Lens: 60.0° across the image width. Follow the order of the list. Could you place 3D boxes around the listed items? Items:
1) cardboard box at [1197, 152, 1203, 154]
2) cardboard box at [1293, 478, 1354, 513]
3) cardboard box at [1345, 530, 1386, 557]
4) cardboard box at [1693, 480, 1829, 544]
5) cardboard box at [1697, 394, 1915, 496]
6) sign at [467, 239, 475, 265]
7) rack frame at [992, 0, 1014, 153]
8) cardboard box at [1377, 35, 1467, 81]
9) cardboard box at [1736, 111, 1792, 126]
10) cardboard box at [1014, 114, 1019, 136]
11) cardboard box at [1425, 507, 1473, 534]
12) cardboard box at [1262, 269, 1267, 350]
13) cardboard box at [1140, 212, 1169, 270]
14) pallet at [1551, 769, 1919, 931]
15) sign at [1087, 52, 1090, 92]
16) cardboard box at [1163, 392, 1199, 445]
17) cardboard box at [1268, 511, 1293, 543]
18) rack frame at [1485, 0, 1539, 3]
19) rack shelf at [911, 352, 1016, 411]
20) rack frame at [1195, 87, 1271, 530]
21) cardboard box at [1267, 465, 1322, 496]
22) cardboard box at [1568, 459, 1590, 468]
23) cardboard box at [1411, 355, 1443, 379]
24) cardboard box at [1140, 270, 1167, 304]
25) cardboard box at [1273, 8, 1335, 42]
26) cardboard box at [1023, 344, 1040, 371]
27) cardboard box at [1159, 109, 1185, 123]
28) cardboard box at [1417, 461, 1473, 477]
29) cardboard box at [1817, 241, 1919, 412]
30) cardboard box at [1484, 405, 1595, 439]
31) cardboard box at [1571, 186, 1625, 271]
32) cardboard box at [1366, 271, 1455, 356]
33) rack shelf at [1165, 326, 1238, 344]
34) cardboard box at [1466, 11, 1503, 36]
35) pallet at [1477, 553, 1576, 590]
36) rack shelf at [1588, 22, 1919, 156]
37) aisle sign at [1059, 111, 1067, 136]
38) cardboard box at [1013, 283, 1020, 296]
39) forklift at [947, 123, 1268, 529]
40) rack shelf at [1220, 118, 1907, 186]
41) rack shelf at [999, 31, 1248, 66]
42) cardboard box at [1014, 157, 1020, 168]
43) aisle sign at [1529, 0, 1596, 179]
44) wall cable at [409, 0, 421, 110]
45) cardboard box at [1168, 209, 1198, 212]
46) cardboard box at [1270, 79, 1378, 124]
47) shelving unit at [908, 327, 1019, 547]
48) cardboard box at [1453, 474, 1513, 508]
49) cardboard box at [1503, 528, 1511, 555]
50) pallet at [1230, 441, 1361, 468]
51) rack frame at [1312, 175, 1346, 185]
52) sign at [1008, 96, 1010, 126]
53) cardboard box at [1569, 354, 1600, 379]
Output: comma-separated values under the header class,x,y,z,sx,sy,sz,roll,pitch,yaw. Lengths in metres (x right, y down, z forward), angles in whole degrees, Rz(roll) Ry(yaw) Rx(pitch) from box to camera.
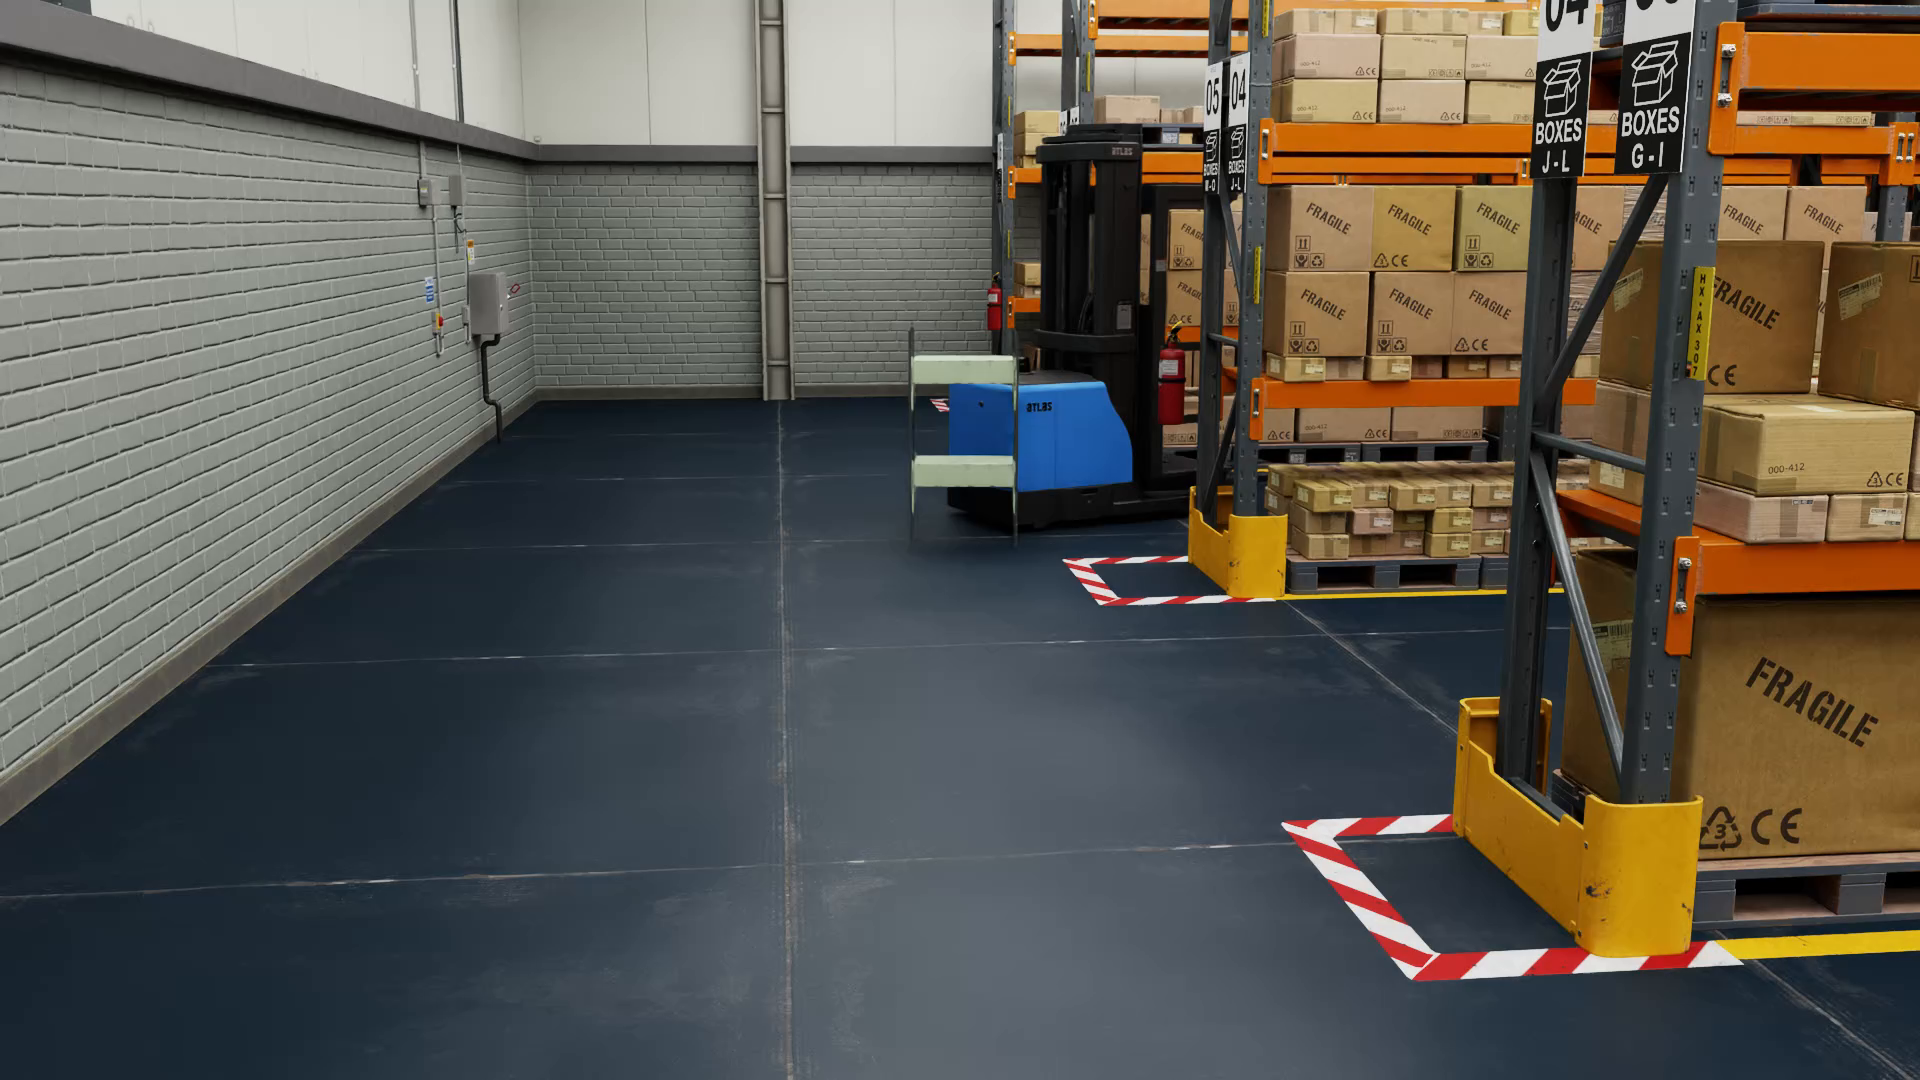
class,x,y,z,sx,sy,sz,roll,pitch,yaw
cardboard box,3.002,-4.678,19.728,0.500,0.250,0.500,-1,11,-5
cardboard box,2.237,-0.276,10.253,0.250,0.149,0.380,-2,11,-9
cardboard box,2.486,-0.009,10.437,0.250,0.149,0.380,-1,11,-6
cardboard box,2.503,-0.098,5.243,0.250,0.149,0.380,-1,11,-5
cardboard box,2.621,-0.308,5.276,0.500,0.250,0.500,-2,11,-8
sign,-4.841,-2.852,16.459,0.001,0.242,0.339,-1,11,-6
rack frame,0.504,-6.073,19.433,0.127,3.000,1.000,-1,11,-6
cardboard box,2.662,-2.845,9.878,0.500,0.250,0.500,-1,11,-7
cardboard box,4.699,-2.642,10.144,0.500,0.250,0.500,-1,11,-6
cardboard box,0.916,-4.982,19.979,0.500,0.250,0.500,-2,11,-8
cardboard box,3.007,-0.147,10.371,0.250,0.149,0.380,-1,11,-4
cardboard box,2.098,-1.484,10.612,0.500,0.500,0.500,-1,11,-5
cardboard box,1.552,-2.673,14.837,0.500,0.500,0.500,-1,11,-7
pallet,2.901,1.059,5.933,1.213,0.211,1.003,-1,11,-6
sign,1.098,-4.011,14.247,0.005,0.325,0.100,-1,11,-6
cardboard box,1.689,-1.160,15.544,0.875,0.438,0.875,-2,11,-8
cardboard box,2.180,-0.089,10.846,0.250,0.149,0.380,-1,11,-5
rack frame,5.021,-5.205,15.015,0.127,3.000,1.000,-1,11,-6
rack shelf,0.027,-1.111,11.607,0.720,0.370,0.431,0,11,1
rack frame,1.679,-1.231,10.352,0.127,3.000,1.000,-1,11,-6
cardboard box,2.178,-0.389,10.832,0.250,0.149,0.380,-1,11,-5
cardboard box,4.246,-0.437,11.075,0.250,0.149,0.380,-1,11,-5
cardboard box,2.801,-1.092,10.296,0.250,0.149,0.380,-1,11,-3
cardboard box,1.552,-2.182,14.931,0.500,0.500,0.500,-1,11,-7
cardboard box,2.026,-3.033,9.803,0.250,0.149,0.380,-1,11,-7
cardboard box,1.123,-2.105,20.184,0.637,0.503,0.797,-2,11,-8
cardboard box,1.890,-3.832,15.113,0.250,0.149,0.380,-2,11,-10
cardboard box,3.203,-0.423,11.003,0.250,0.149,0.380,-1,11,-4
cardboard box,3.118,-0.686,5.257,0.500,0.500,0.500,-1,11,-7
cardboard box,5.628,-1.453,15.902,0.875,0.875,0.875,-1,11,-4
cardboard box,3.681,-1.904,10.156,0.500,0.500,0.500,-2,11,-8
cardboard box,2.685,-1.398,10.173,0.500,0.500,0.500,-1,11,-6
rack shelf,3.032,-1.867,15.451,4.000,0.370,1.077,-1,11,-6
cardboard box,3.045,-3.057,9.925,0.250,0.149,0.380,-1,11,-4
pallet,3.776,0.101,10.807,1.213,0.211,1.003,-1,11,-6
rack shelf,4.103,-1.438,5.495,4.000,0.370,1.077,-1,11,-6
aisle sign,0.939,-3.511,15.214,0.004,0.787,0.394,-1,11,-6
cardboard box,0.805,-3.065,20.333,0.250,0.149,0.380,-1,11,-7
forklift,1.438,-1.702,12.927,3.031,2.935,1.130,-6,13,-29
rack shelf,3.667,-2.391,10.344,4.000,0.370,1.077,-1,11,-6
rack shelf,2.493,-5.760,19.715,4.000,0.370,1.077,-1,11,-6
cardboard box,0.797,-4.529,20.006,0.250,0.149,0.380,-1,11,-5
aisle sign,2.010,-1.609,5.537,0.004,0.787,0.394,-1,11,-6
wall cable,-4.581,-4.949,13.714,0.029,3.000,0.463,-1,11,-6
cardboard box,1.950,-2.993,14.782,0.250,0.149,0.380,-1,11,-4
cardboard box,2.153,-2.589,9.875,0.500,0.250,0.500,-1,11,-4
shelving unit,0.027,-0.728,11.682,0.755,1.500,0.431,0,11,1
cardboard box,3.276,-0.310,10.429,0.250,0.149,0.380,-1,11,-4
cardboard box,3.498,-0.011,10.452,0.250,0.149,0.380,-2,11,-9
pallet,3.041,-0.866,15.726,1.213,0.211,1.003,-1,11,-6
rack frame,4.481,-3.213,20.435,0.127,3.000,1.000,-1,11,-6
sign,0.563,-4.926,19.109,0.005,0.325,0.100,-1,11,-6
cardboard box,3.850,-1.094,10.306,0.250,0.149,0.380,-1,11,-5
